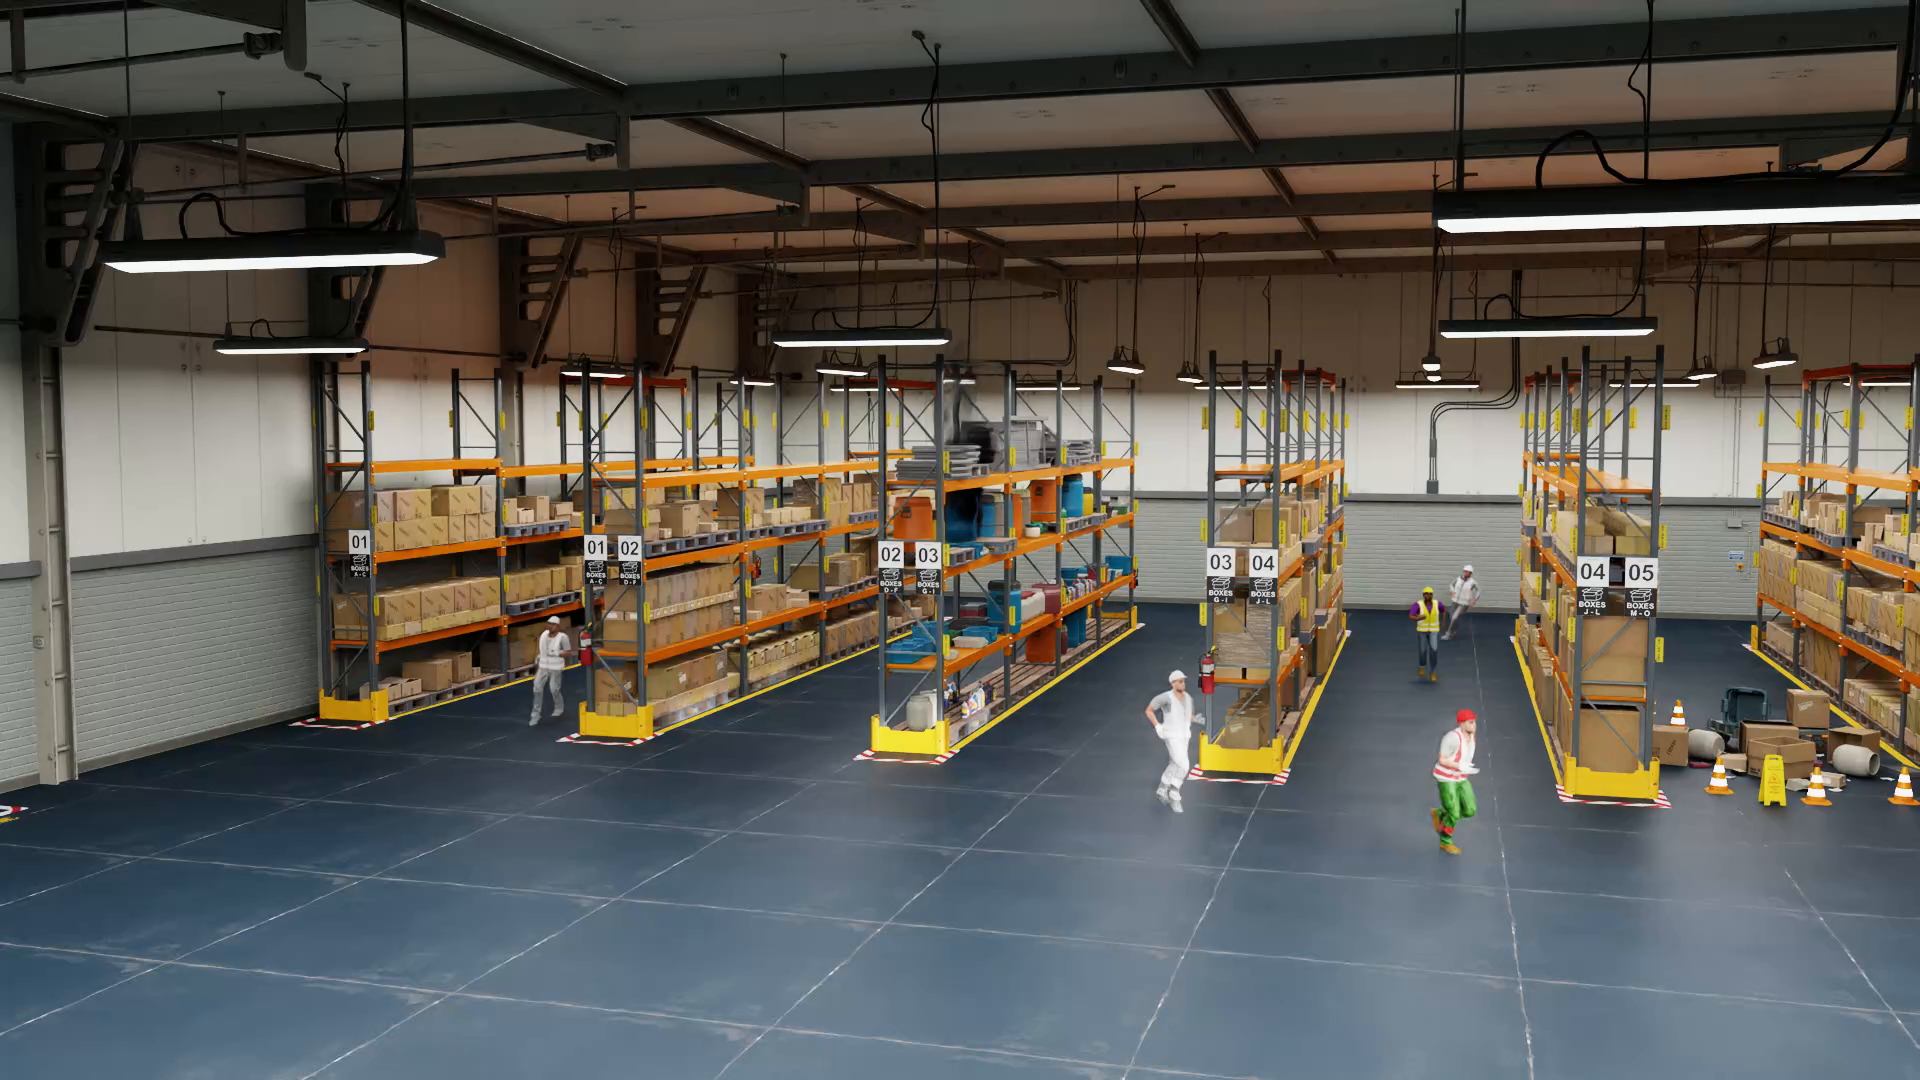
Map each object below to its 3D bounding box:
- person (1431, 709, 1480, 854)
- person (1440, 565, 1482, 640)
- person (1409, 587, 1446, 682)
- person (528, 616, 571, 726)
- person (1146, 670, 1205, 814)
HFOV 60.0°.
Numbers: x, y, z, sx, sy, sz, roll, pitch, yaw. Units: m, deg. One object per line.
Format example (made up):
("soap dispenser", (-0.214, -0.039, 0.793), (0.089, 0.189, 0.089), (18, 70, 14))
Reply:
("person", (5.738, 2.785, 19.231), (0.637, 1.719, 0.720), (-3, 5, -33))
("person", (11.426, 1.421, 37.935), (0.806, 1.712, 0.866), (4, 6, 42))
("person", (9.055, 1.814, 32.235), (0.720, 1.834, 0.787), (1, 4, 11))
("person", (-6.760, 2.160, 27.633), (0.687, 1.823, 0.791), (1, 4, 12))
("person", (2.794, 2.590, 21.397), (0.632, 1.830, 0.754), (-3, 5, -40))
